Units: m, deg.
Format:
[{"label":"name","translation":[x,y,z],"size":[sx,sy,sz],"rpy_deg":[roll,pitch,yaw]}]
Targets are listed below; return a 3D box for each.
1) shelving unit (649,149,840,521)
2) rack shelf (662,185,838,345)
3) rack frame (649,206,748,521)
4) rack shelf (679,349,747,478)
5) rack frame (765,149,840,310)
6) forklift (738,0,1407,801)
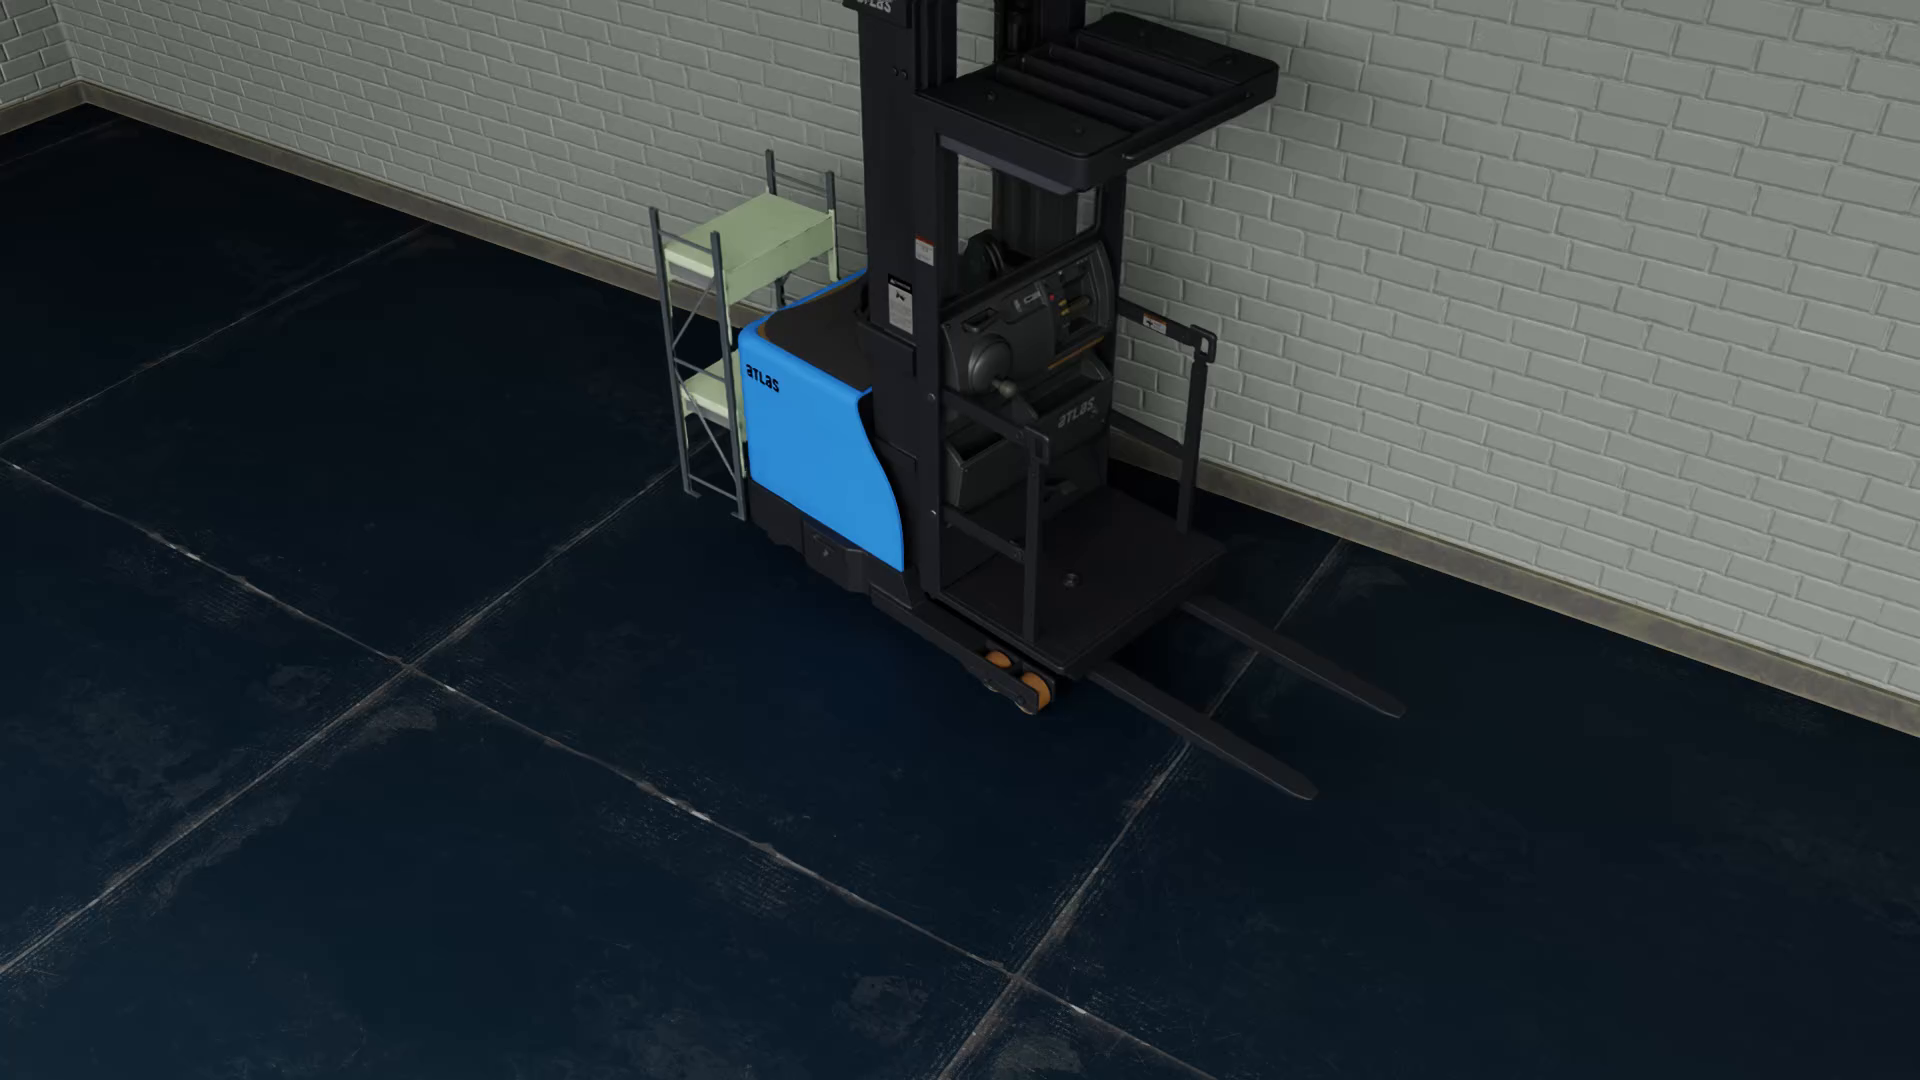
[{"label":"shelving unit","translation":[-0.950,-0.940,7.741],"size":[0.431,1.500,0.755],"rpy_deg":[25,44,29]},{"label":"rack shelf","translation":[-0.950,-1.249,7.503],"size":[0.431,0.370,0.720],"rpy_deg":[25,44,29]},{"label":"rack frame","translation":[-1.172,-0.763,7.512],"size":[0.400,1.500,0.023],"rpy_deg":[25,44,29]},{"label":"rack shelf","translation":[-0.950,-0.682,7.941],"size":[0.431,0.370,0.720],"rpy_deg":[25,44,29]},{"label":"rack frame","translation":[-0.727,-1.118,7.971],"size":[0.400,1.500,0.023],"rpy_deg":[25,44,29]},{"label":"forklift","translation":[0.433,-0.810,6.400],"size":[3.031,2.935,1.130],"rpy_deg":[30,47,33]}]
